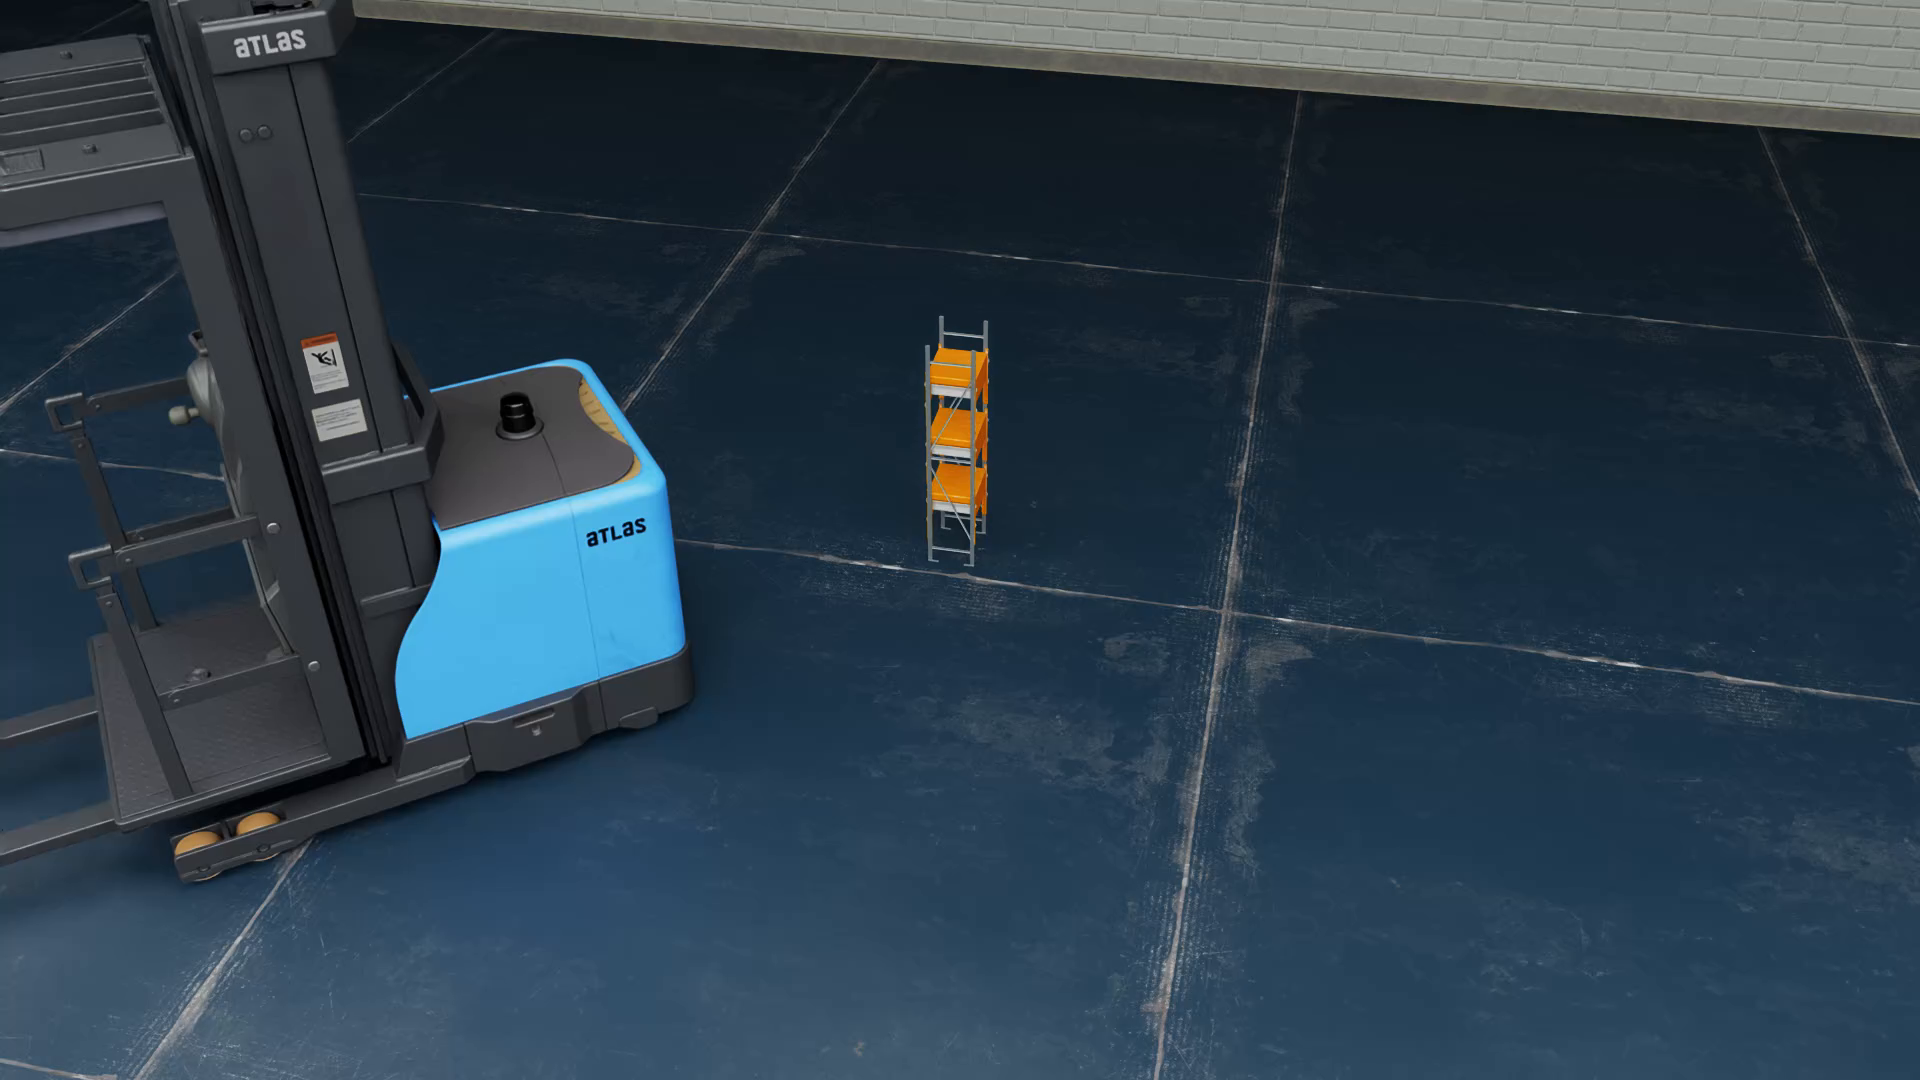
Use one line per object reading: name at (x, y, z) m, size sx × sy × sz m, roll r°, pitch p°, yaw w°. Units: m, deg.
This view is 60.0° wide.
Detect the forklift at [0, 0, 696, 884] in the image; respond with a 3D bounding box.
forklift at (-2.555, -0.385, 5.284) m, size 3.031 × 2.935 × 1.130 m, roll -17°, pitch 39°, yaw -22°

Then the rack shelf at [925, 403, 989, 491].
rack shelf at (-0.011, -0.386, 6.906) m, size 0.215 × 0.259 × 0.240 m, roll 7°, pitch 37°, yaw 10°

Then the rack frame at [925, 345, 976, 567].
rack frame at (-0.038, -0.324, 6.803) m, size 0.200 × 1.050 × 0.008 m, roll 7°, pitch 37°, yaw 10°

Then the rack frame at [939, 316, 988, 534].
rack frame at (0.015, -0.464, 6.996) m, size 0.200 × 1.050 × 0.008 m, roll 7°, pitch 37°, yaw 10°

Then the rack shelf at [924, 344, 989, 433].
rack shelf at (-0.011, -0.616, 6.739) m, size 0.215 × 0.259 × 0.240 m, roll 7°, pitch 37°, yaw 10°

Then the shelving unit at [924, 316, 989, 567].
shelving unit at (-0.011, -0.394, 6.900) m, size 0.215 × 1.050 × 0.252 m, roll 7°, pitch 37°, yaw 10°

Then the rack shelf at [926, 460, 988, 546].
rack shelf at (-0.011, -0.161, 7.069) m, size 0.215 × 0.259 × 0.240 m, roll 7°, pitch 37°, yaw 10°
